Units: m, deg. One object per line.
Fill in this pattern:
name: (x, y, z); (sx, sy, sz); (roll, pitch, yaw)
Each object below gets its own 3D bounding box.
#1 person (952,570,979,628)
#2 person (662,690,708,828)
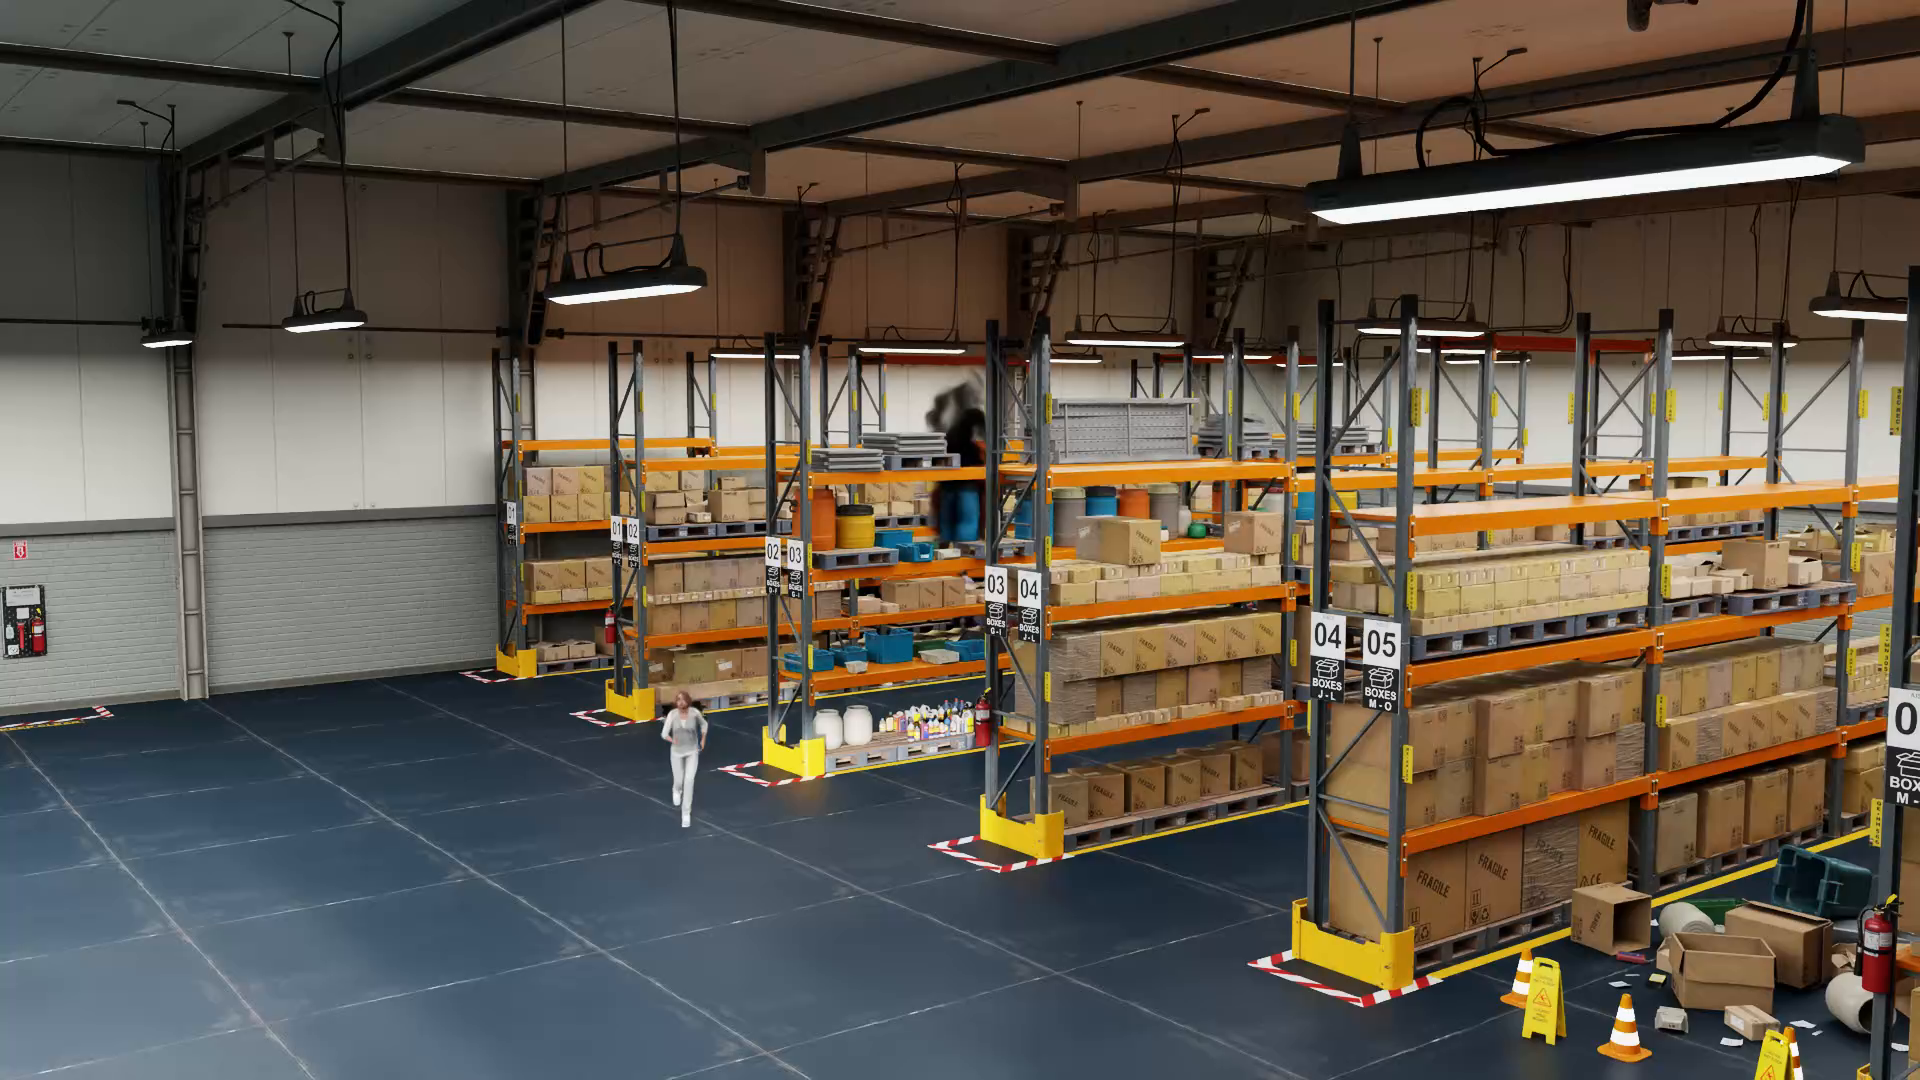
person: (0.154, 1.358, 34.126); (0.815, 1.674, 0.601); (-4, 6, -39)
person: (-3.334, 2.604, 20.181); (0.550, 1.601, 0.871); (-1, 5, -6)
